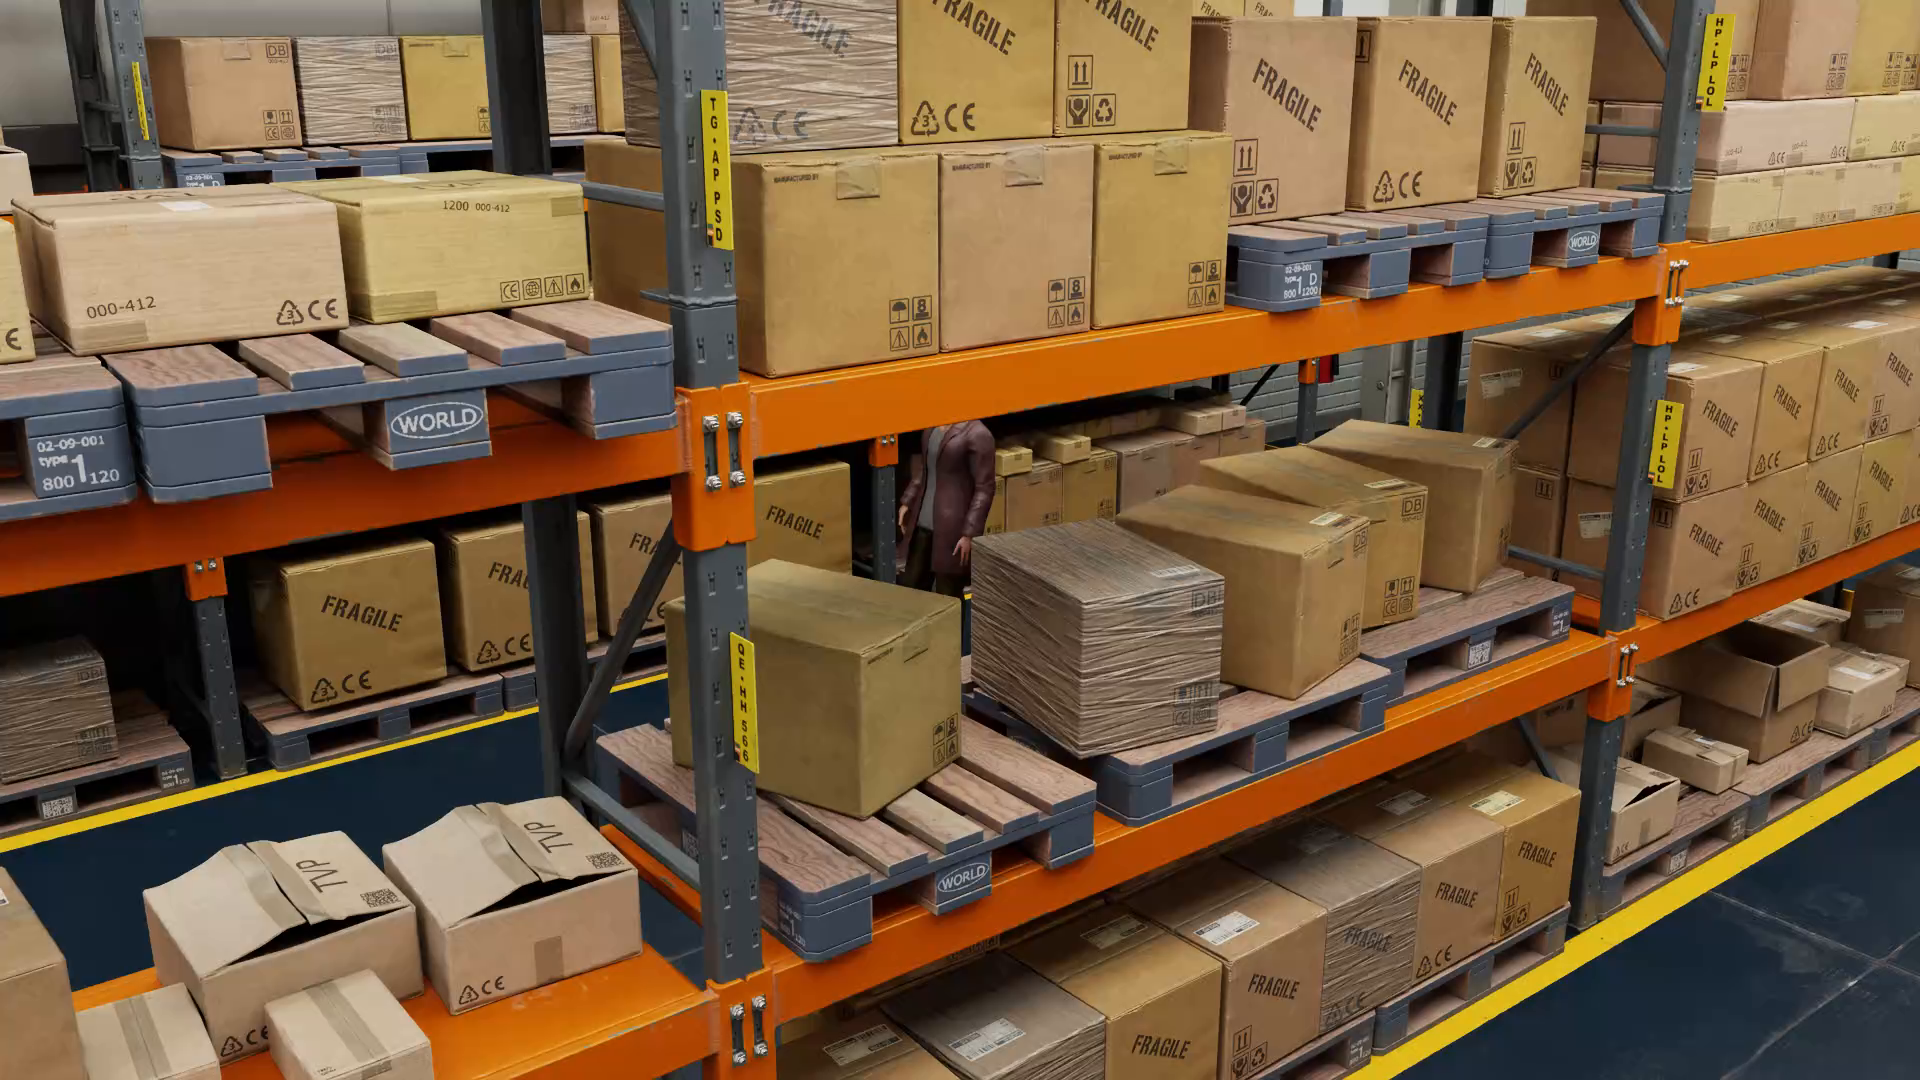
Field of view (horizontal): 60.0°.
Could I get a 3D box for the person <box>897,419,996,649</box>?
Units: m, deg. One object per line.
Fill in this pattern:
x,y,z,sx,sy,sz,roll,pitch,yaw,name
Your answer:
-0.161,-0.065,9.251,0.582,1.776,0.695,-13,22,-36,person
